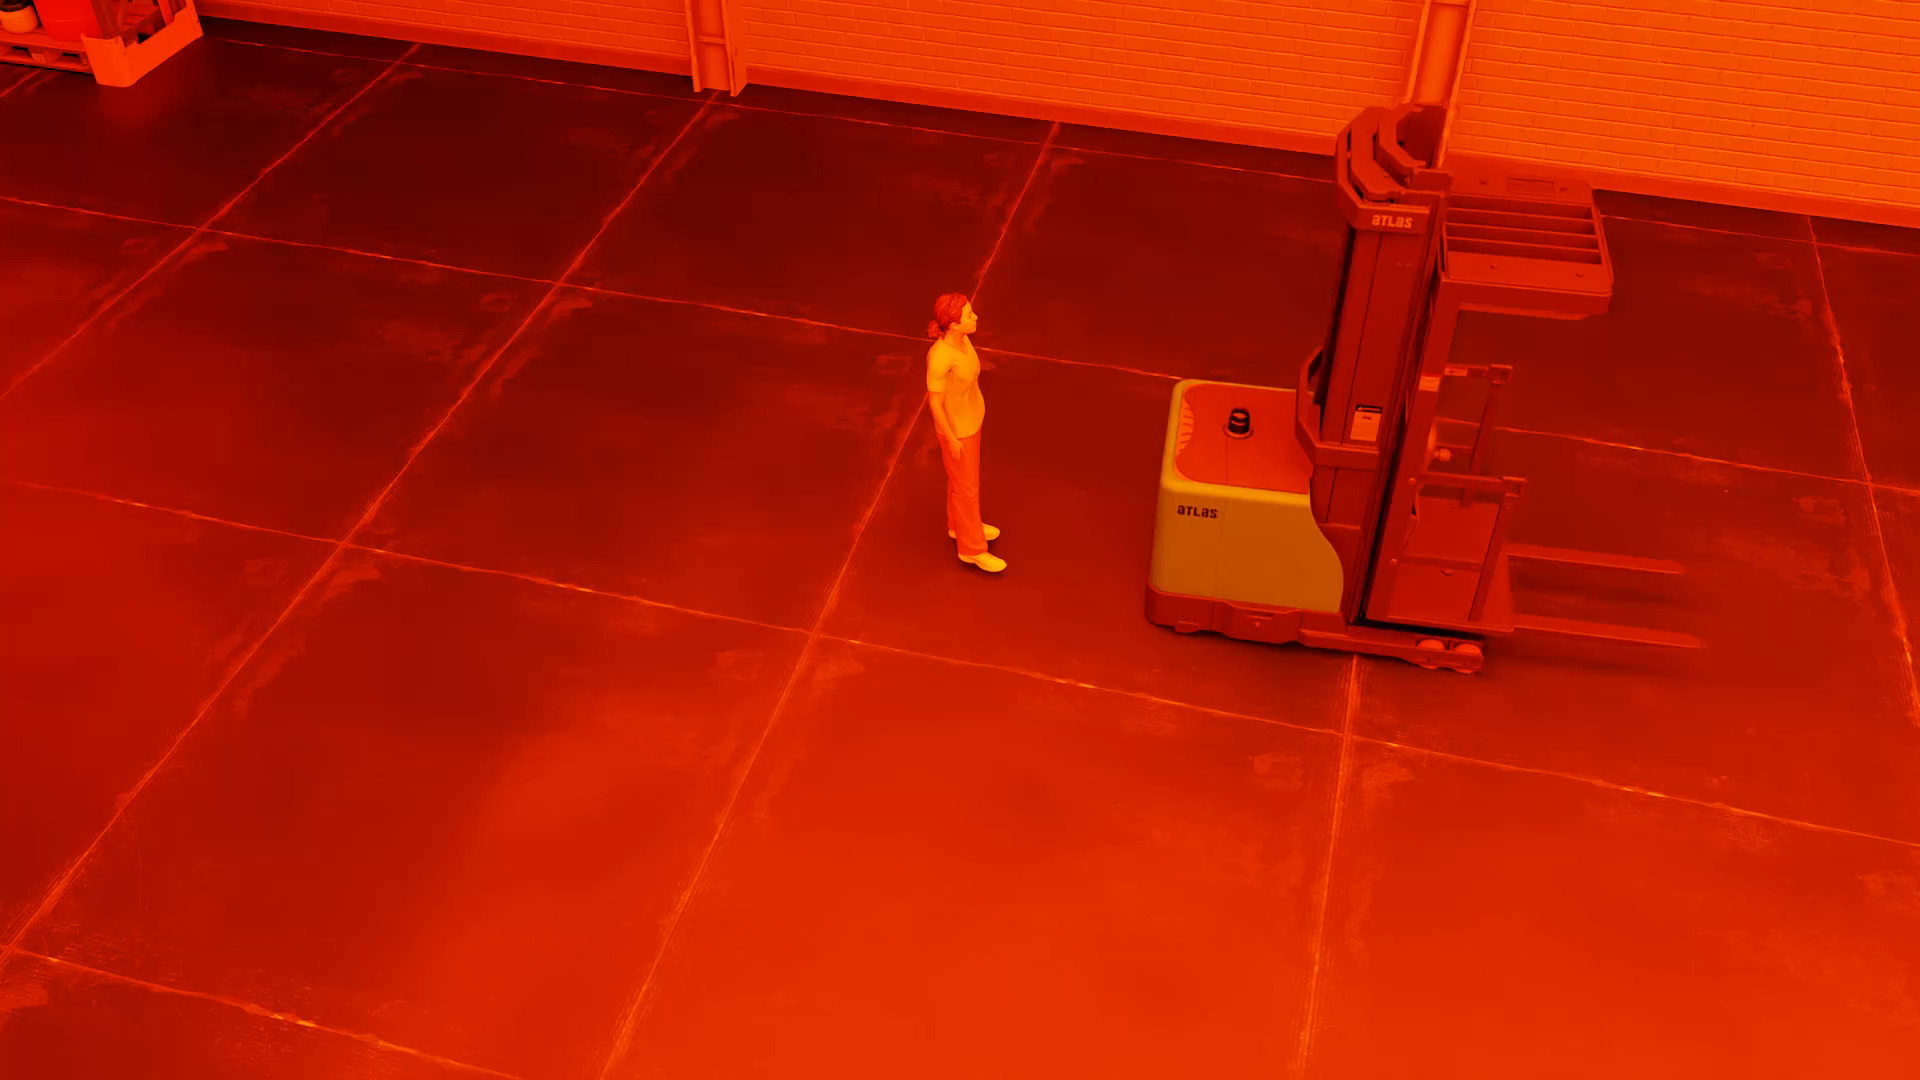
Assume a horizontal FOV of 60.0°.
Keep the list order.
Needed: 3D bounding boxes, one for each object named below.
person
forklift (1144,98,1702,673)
[{"bbox_3d":[0.069,-0.646,9.478,0.547,1.673,0.553,10,42,11],"label":"person"},{"bbox_3d":[2.620,-0.744,8.710,3.031,2.935,1.130,7,42,8],"label":"forklift"}]
